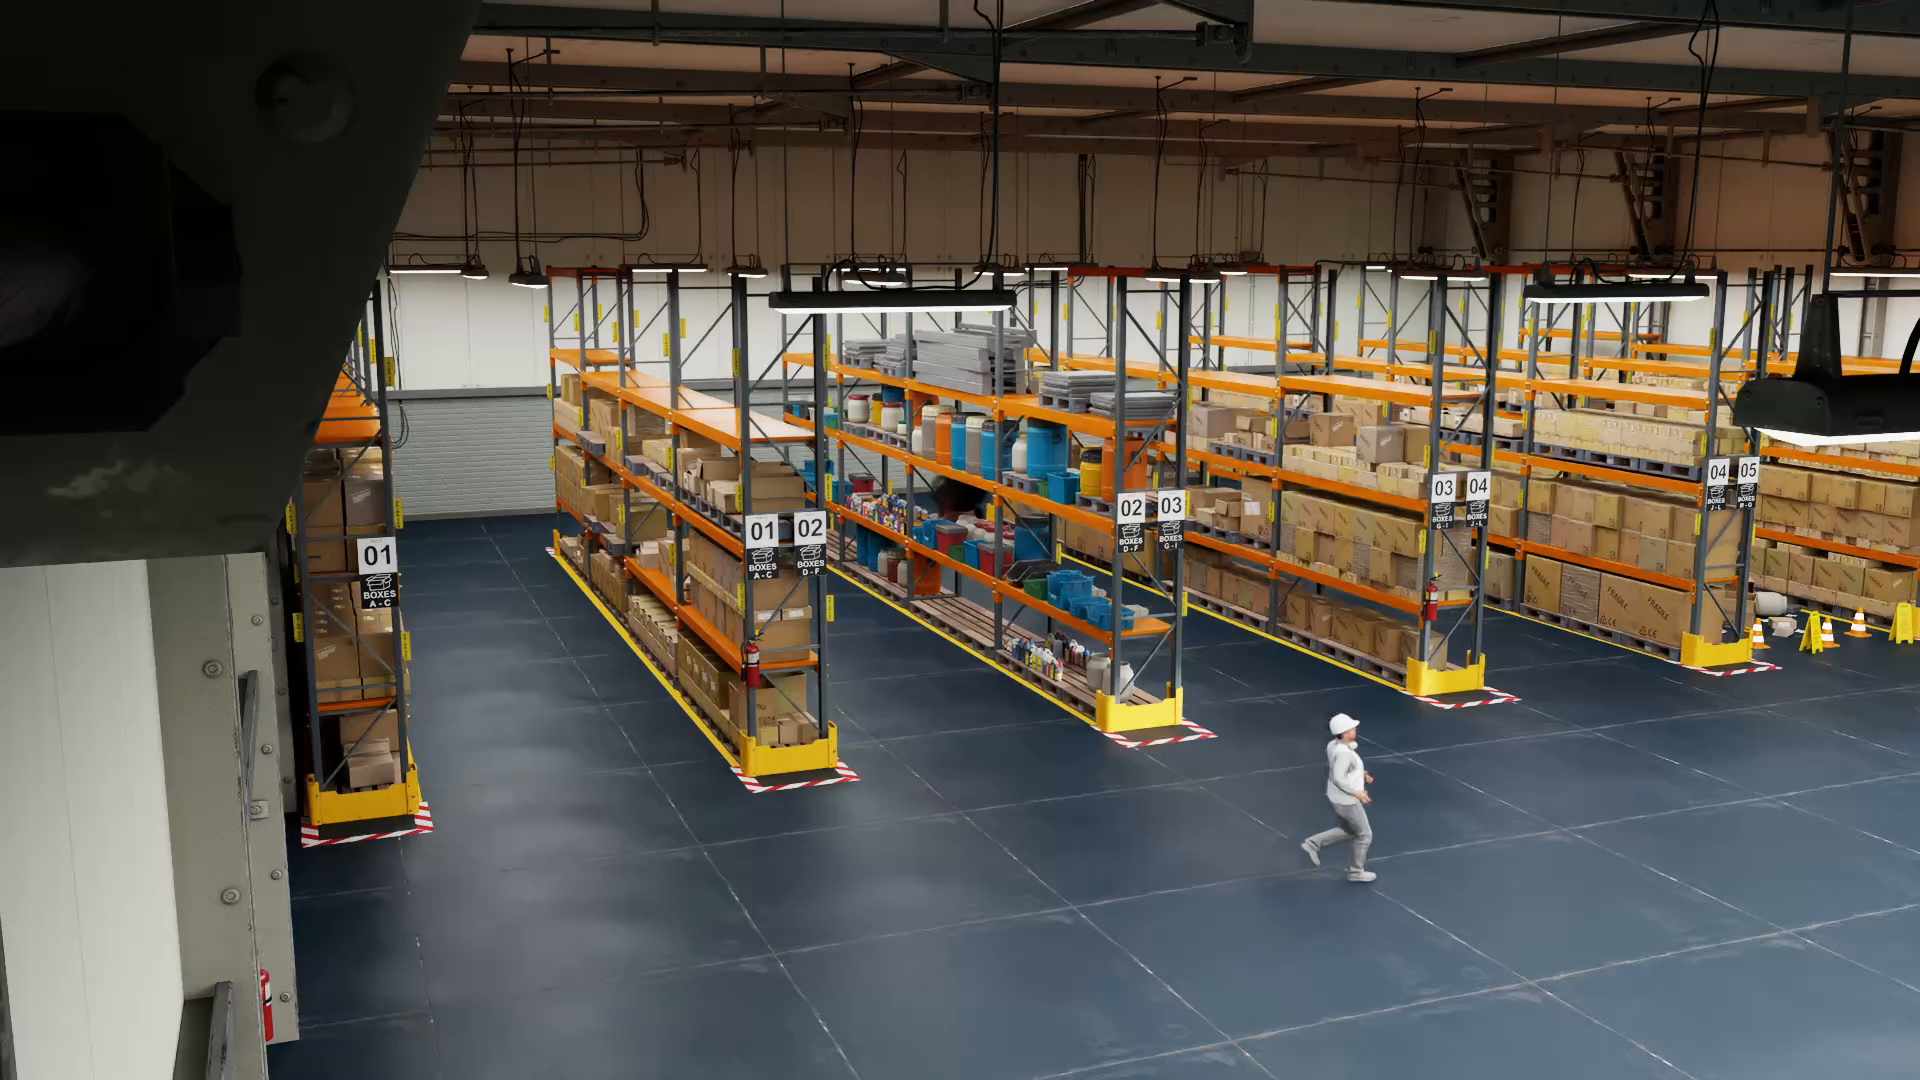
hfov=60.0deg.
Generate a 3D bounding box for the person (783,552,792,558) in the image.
[{"bbox_3d":[-3.173,0.039,29.685,0.651,1.756,0.562,-7,12,-34],"label":"person"}]

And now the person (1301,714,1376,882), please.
[{"bbox_3d":[3.852,2.599,16.765,0.753,1.732,0.666,0,10,1],"label":"person"}]
